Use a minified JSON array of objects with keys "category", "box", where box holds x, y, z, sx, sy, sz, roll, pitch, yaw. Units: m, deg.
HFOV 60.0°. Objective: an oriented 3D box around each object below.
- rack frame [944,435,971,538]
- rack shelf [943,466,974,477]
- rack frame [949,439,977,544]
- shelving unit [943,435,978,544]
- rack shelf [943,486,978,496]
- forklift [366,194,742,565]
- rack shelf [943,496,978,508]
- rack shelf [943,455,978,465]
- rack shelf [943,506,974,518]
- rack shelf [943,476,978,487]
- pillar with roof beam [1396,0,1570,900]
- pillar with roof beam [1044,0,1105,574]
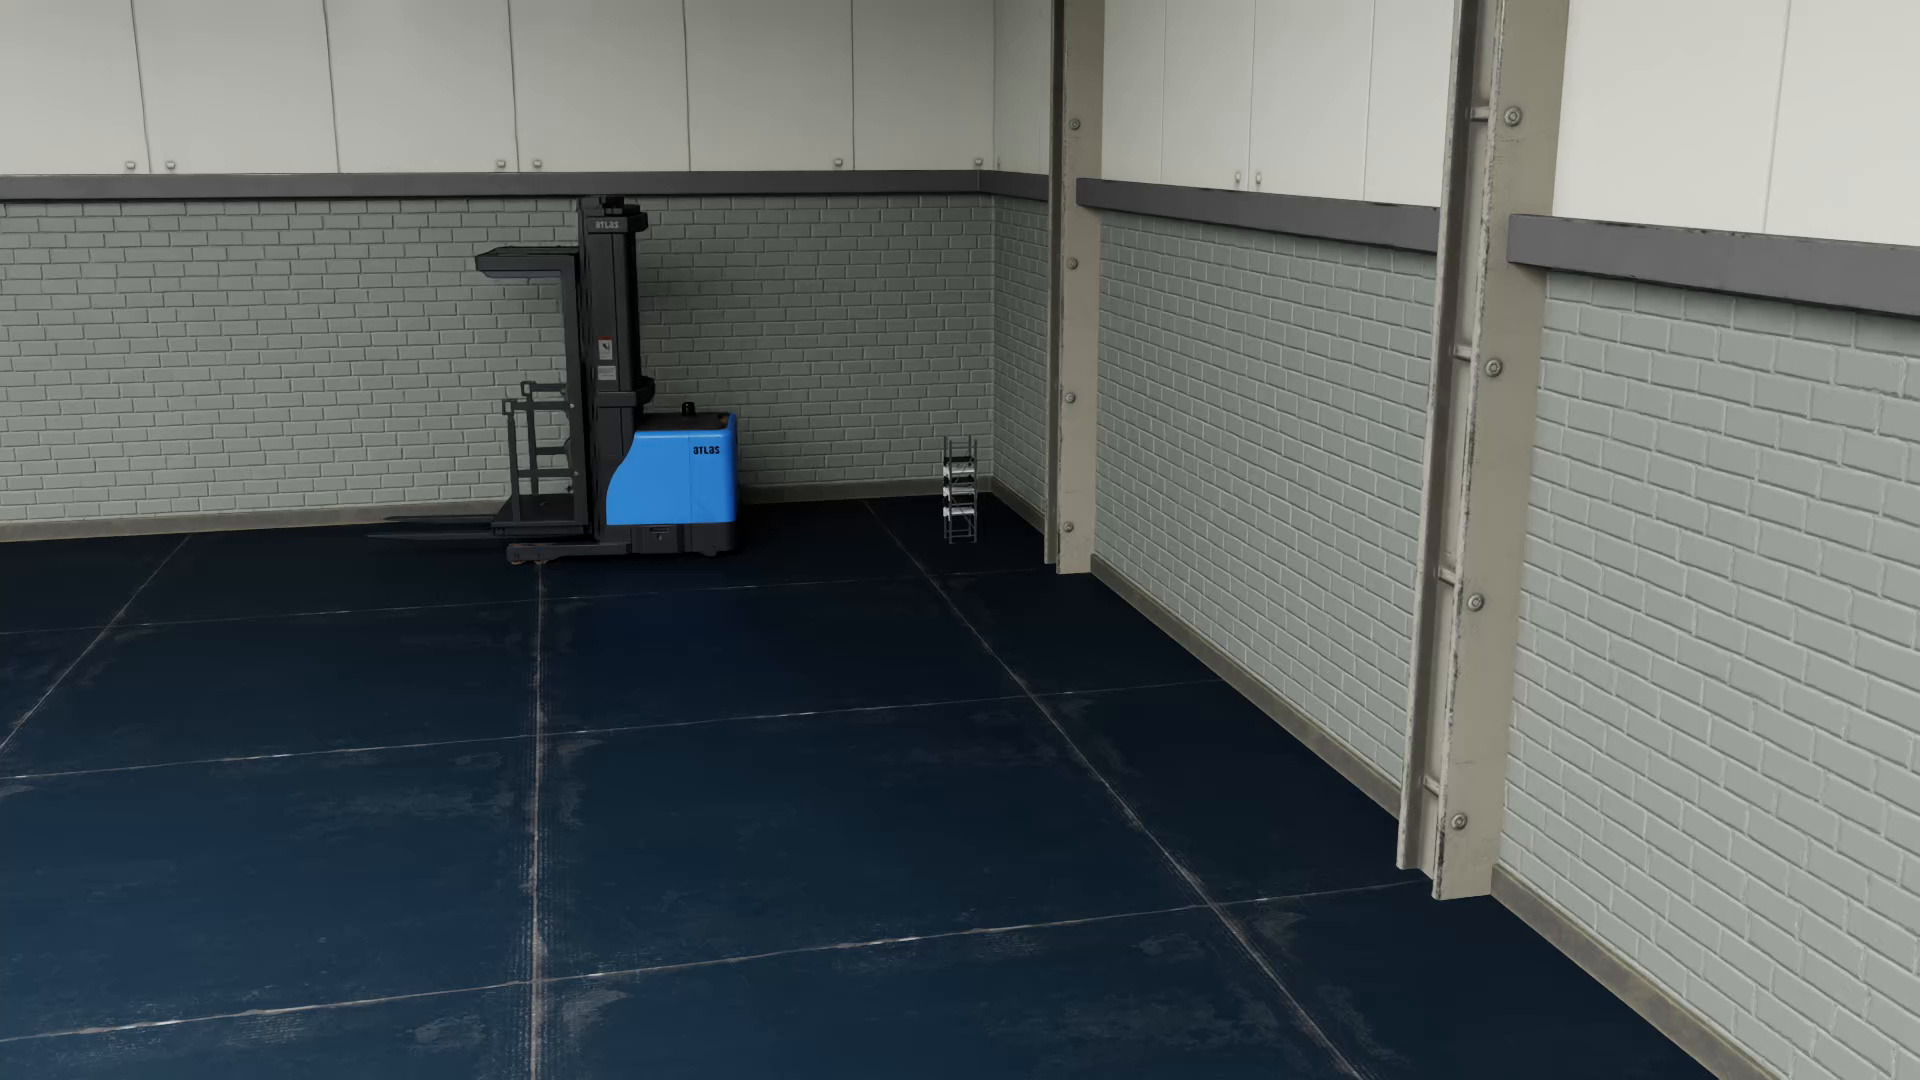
[{"category":"rack frame","box":[-0.022,-0.459,14.409,0.240,0.900,0.006,-3,14,-13]},{"category":"rack shelf","box":[0.002,-0.578,14.278,0.258,0.077,0.200,-3,14,-13]},{"category":"rack frame","box":[0.026,-0.412,14.217,0.240,0.900,0.006,-3,14,-13]},{"category":"shelving unit","box":[0.002,-0.435,14.313,0.258,0.900,0.210,-3,14,-13]},{"category":"rack shelf","box":[0.002,-0.403,14.321,0.258,0.077,0.200,-3,14,-13]},{"category":"forklift","box":[-3.393,-1.354,13.793,3.031,2.935,1.130,-1,14,-6]},{"category":"rack shelf","box":[0.002,-0.315,14.342,0.258,0.077,0.200,-3,14,-13]},{"category":"rack shelf","box":[0.002,-0.665,14.256,0.258,0.077,0.200,-3,14,-13]},{"category":"rack shelf","box":[0.002,-0.228,14.363,0.258,0.077,0.200,-3,14,-13]},{"category":"rack shelf","box":[0.002,-0.490,14.299,0.258,0.077,0.200,-3,14,-13]},{"category":"pillar with roof beam","box":[-1.888,-2.529,5.816,9.100,9.000,0.400,-3,14,-13]},{"category":"pillar with roof beam","box":[-3.297,-3.913,11.482,9.100,9.000,0.400,-3,14,-13]}]
